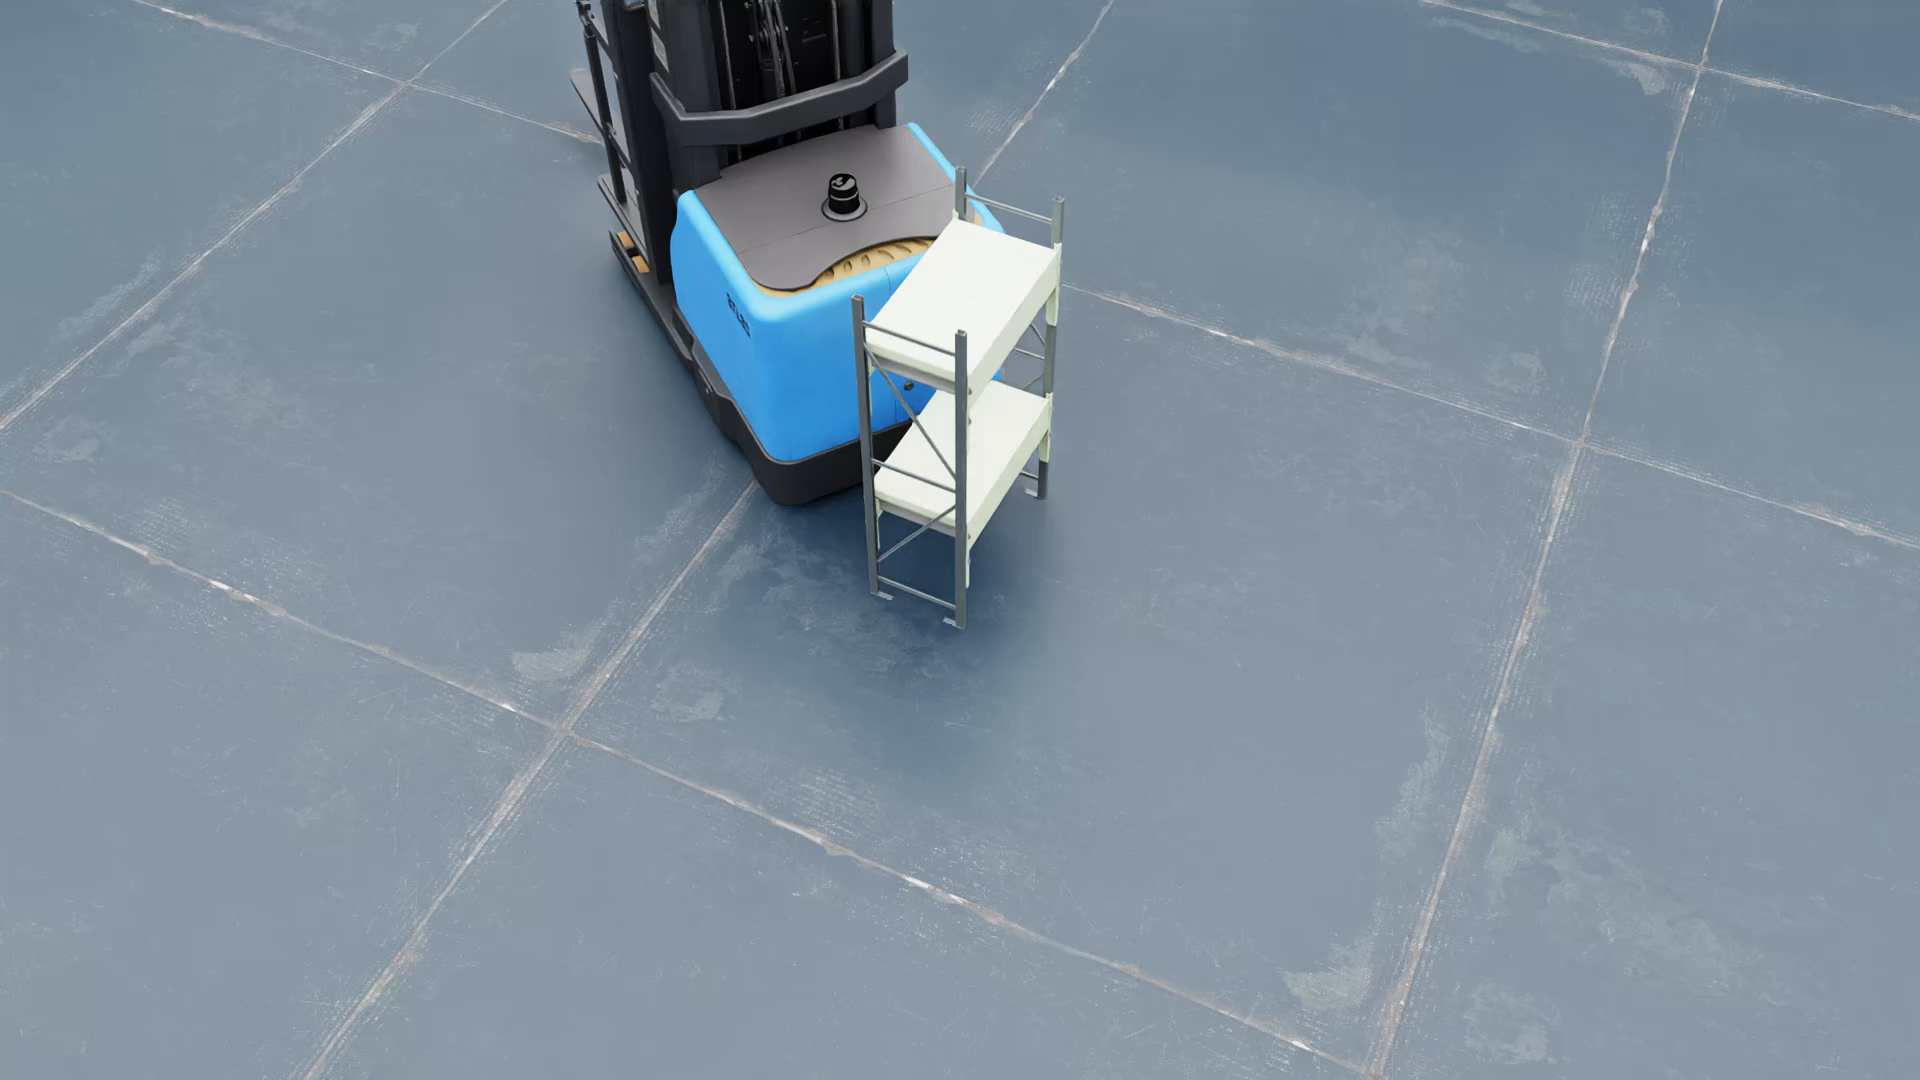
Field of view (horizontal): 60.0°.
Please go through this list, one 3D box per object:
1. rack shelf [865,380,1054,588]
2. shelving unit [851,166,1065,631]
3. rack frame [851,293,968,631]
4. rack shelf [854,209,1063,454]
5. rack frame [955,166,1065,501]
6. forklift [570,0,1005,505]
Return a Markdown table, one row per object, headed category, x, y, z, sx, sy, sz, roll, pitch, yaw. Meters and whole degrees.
| category | x | y | z | sx | sy | sz | roll | pitch | yaw |
| --- | --- | --- | --- | --- | --- | --- | --- | --- | --- |
| rack shelf | 0.004 | -0.257 | 6.227 | 0.431 | 0.370 | 0.720 | 21 | 53 | 17 |
| shelving unit | 0.004 | -0.468 | 5.979 | 0.431 | 1.500 | 0.755 | 21 | 53 | 17 |
| rack frame | -0.160 | -0.219 | 5.767 | 0.400 | 1.500 | 0.023 | 21 | 53 | 17 |
| rack shelf | 0.004 | -0.721 | 5.682 | 0.431 | 0.370 | 0.720 | 21 | 53 | 17 |
| rack frame | 0.167 | -0.718 | 6.191 | 0.400 | 1.500 | 0.023 | 21 | 53 | 17 |
| forklift | -0.941 | -2.220 | 6.529 | 1.130 | 2.935 | 3.031 | -21 | 53 | -17 |
